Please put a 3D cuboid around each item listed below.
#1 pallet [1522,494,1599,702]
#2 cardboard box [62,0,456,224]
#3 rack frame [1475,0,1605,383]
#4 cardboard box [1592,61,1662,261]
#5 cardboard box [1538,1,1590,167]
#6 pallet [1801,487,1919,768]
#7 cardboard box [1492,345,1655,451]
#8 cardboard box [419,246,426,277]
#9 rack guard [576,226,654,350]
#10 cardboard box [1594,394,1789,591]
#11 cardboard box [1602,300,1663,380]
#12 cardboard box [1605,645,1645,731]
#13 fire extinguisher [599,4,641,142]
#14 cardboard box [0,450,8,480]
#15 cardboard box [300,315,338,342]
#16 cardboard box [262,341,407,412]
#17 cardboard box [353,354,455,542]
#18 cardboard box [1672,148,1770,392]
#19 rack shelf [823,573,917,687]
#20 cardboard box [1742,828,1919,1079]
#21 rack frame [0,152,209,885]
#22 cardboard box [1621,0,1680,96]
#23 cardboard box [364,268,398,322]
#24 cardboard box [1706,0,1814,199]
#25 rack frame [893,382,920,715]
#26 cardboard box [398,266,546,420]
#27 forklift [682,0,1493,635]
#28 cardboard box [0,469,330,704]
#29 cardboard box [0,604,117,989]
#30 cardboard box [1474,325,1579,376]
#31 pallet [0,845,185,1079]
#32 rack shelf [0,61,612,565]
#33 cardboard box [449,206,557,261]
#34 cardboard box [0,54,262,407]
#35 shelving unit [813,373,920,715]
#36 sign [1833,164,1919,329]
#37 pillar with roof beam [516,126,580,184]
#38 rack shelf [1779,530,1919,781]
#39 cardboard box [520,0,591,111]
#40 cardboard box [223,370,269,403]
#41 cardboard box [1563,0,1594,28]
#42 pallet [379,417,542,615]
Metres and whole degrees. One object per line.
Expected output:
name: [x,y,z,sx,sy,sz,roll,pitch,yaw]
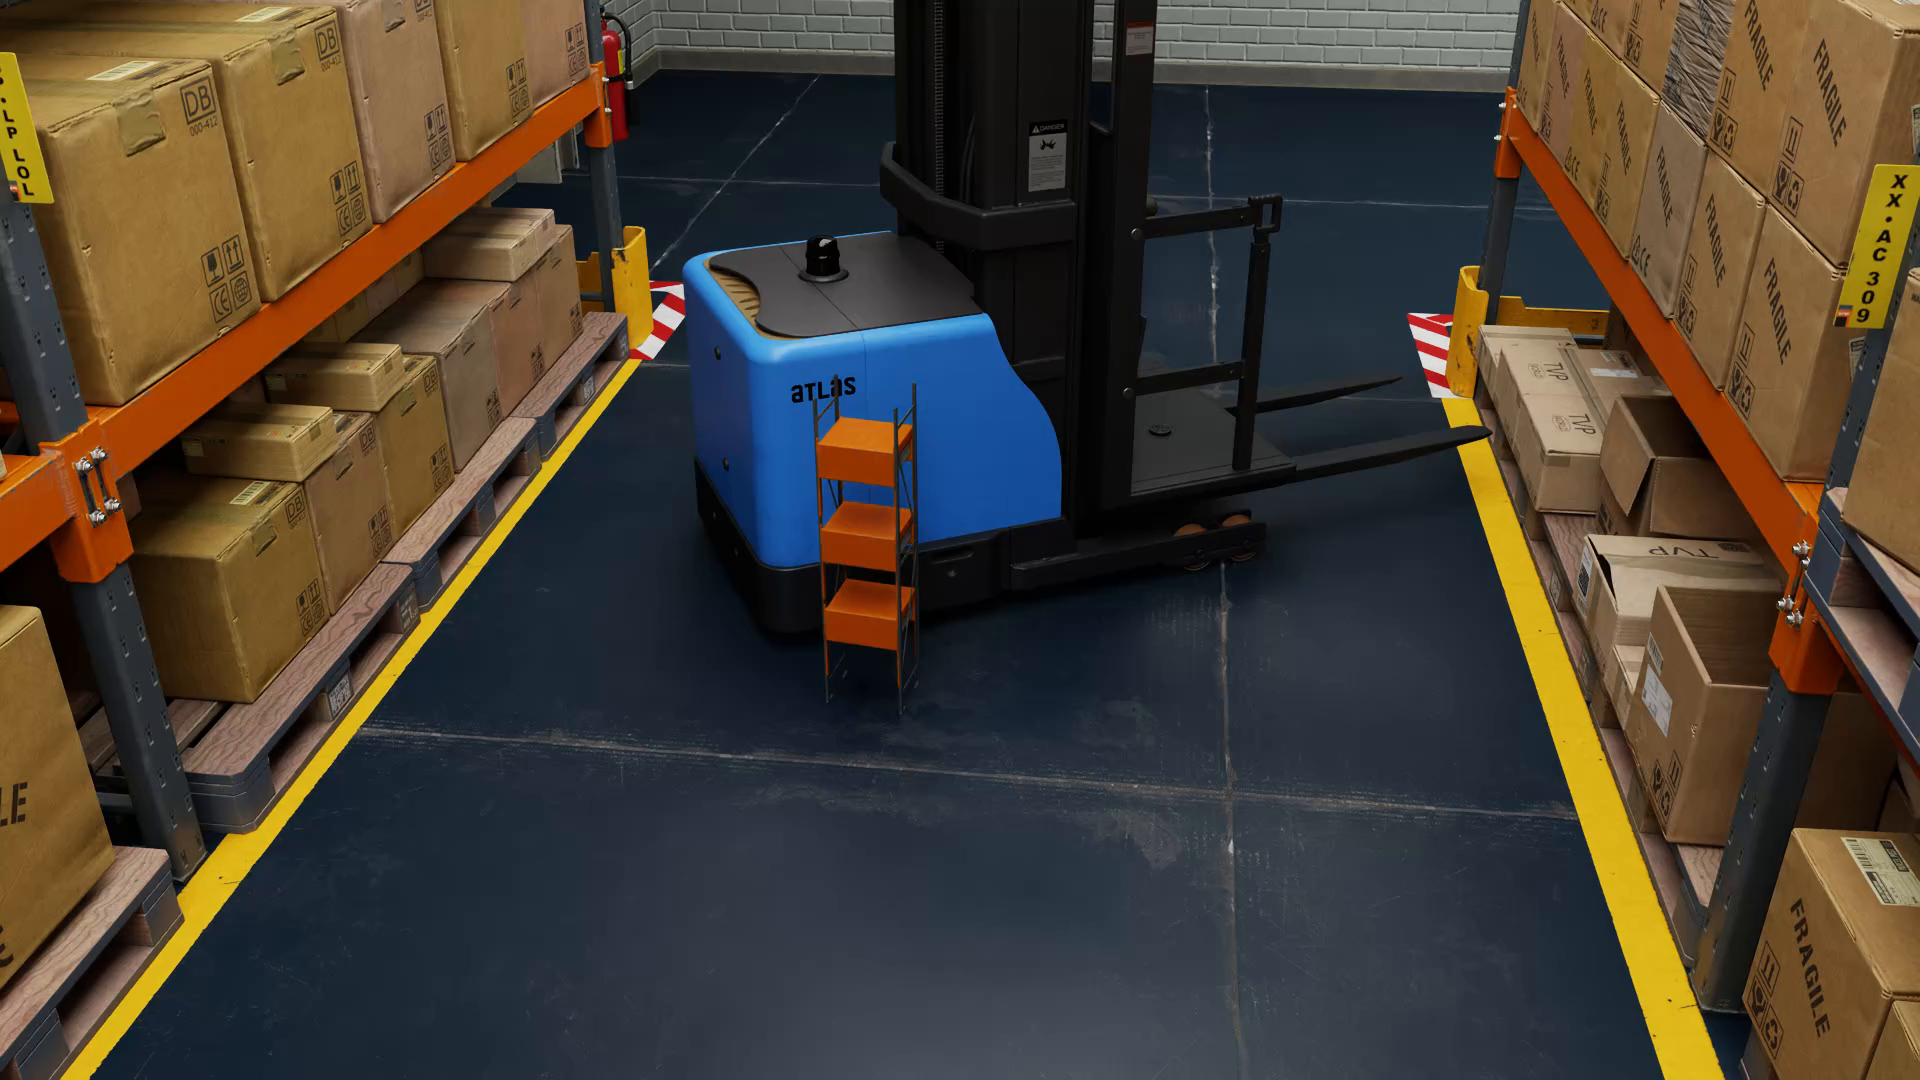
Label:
pallet: [2.557,0.172,5.708,1.003,0.211,1.213,3,28,6]
cardboard box: [-2.335,-1.515,5.584,0.980,0.700,0.700,2,28,4]
rack frame: [2.815,-2.039,6.873,1.000,3.000,0.127,3,28,6]
cardboard box: [2.314,-1.175,5.163,0.500,0.500,0.500,4,29,7]
cardboard box: [2.441,-1.647,6.038,0.500,0.500,0.500,3,28,6]
pallet: [2.119,0.298,2.737,1.003,0.211,1.213,3,28,6]
cardboard box: [2.406,-0.548,6.539,0.500,0.250,0.500,3,28,6]
cardboard box: [-2.332,-1.192,6.809,0.380,0.149,0.250,3,29,6]
rack guard: [-2.099,-1.236,8.017,1.175,0.500,0.348,3,28,6]
cardboard box: [2.550,-0.136,5.507,0.797,0.503,0.637,3,28,6]
cardboard box: [2.993,-0.862,6.859,0.500,0.500,0.500,3,28,6]
cardboard box: [2.100,0.440,4.812,0.380,0.149,0.250,3,28,6]
fire extinguisher: [-1.625,-2.171,7.592,0.296,0.674,0.183,3,28,6]
cardboard box: [-2.352,-0.165,3.638,0.380,0.149,0.250,4,29,7]
cardboard box: [-2.456,-0.714,5.922,0.380,0.149,0.250,3,28,5]
cardboard box: [-2.111,-0.555,5.626,0.380,0.149,0.250,3,28,5]
cardboard box: [-2.268,-0.351,5.931,0.700,0.500,0.500,4,29,7]
cardboard box: [2.194,-0.693,4.269,0.500,0.500,0.500,4,29,8]
rack shelf: [-0.277,0.281,5.229,0.240,0.259,0.215,8,29,14]
cardboard box: [2.024,0.964,3.470,0.500,0.500,0.500,2,28,4]
rack frame: [-2.592,-0.442,3.909,1.000,3.000,0.127,3,28,6]
cardboard box: [2.315,-1.609,4.914,0.500,0.500,0.500,3,28,6]
cardboard box: [-2.394,-0.954,6.368,0.380,0.149,0.250,4,29,7]
cardboard box: [2.190,-1.135,4.034,0.500,0.500,0.500,3,28,5]
rack frame: [-0.159,0.043,5.064,0.008,1.050,0.200,8,29,14]
cardboard box: [-2.149,-0.839,6.837,0.700,0.500,0.500,3,28,6]
forklift: [0.579,-1.400,5.758,3.031,2.935,1.130,-11,30,-19]
cardboard box: [-2.398,0.127,5.044,0.700,0.500,0.500,4,29,7]
cardboard box: [-2.542,0.633,3.737,0.750,0.750,0.750,4,29,7]
cardboard box: [2.423,-0.801,7.116,0.380,0.149,0.250,3,28,6]
pallet: [-2.611,1.153,3.888,1.003,0.211,1.213,3,28,6]
rack shelf: [-2.347,-1.067,5.827,1.077,0.370,4.000,3,28,6]
cardboard box: [-1.923,-1.289,6.989,0.380,0.149,0.250,3,28,6]
cardboard box: [-2.509,-0.829,4.310,0.980,0.700,0.700,4,29,7]
shelving unit: [-0.277,0.027,5.093,0.252,1.050,0.215,8,29,14]
sign: [1.786,-0.565,3.224,0.100,0.325,0.005,3,28,6]
pillar with roof beam: [1.643,-6.037,7.969,9.100,9.000,0.400,3,28,6]
rack shelf: [2.080,1.102,1.801,1.077,0.370,4.000,3,28,6]
cardboard box: [-2.154,-2.217,6.886,0.980,0.700,0.700,5,29,9]
cardboard box: [-2.519,-0.474,5.476,0.380,0.149,0.250,2,28,5]
cardboard box: [2.443,-2.083,5.795,0.500,0.500,0.500,4,29,7]
pallet: [-2.274,-0.144,6.295,1.003,0.211,1.213,3,28,6]
